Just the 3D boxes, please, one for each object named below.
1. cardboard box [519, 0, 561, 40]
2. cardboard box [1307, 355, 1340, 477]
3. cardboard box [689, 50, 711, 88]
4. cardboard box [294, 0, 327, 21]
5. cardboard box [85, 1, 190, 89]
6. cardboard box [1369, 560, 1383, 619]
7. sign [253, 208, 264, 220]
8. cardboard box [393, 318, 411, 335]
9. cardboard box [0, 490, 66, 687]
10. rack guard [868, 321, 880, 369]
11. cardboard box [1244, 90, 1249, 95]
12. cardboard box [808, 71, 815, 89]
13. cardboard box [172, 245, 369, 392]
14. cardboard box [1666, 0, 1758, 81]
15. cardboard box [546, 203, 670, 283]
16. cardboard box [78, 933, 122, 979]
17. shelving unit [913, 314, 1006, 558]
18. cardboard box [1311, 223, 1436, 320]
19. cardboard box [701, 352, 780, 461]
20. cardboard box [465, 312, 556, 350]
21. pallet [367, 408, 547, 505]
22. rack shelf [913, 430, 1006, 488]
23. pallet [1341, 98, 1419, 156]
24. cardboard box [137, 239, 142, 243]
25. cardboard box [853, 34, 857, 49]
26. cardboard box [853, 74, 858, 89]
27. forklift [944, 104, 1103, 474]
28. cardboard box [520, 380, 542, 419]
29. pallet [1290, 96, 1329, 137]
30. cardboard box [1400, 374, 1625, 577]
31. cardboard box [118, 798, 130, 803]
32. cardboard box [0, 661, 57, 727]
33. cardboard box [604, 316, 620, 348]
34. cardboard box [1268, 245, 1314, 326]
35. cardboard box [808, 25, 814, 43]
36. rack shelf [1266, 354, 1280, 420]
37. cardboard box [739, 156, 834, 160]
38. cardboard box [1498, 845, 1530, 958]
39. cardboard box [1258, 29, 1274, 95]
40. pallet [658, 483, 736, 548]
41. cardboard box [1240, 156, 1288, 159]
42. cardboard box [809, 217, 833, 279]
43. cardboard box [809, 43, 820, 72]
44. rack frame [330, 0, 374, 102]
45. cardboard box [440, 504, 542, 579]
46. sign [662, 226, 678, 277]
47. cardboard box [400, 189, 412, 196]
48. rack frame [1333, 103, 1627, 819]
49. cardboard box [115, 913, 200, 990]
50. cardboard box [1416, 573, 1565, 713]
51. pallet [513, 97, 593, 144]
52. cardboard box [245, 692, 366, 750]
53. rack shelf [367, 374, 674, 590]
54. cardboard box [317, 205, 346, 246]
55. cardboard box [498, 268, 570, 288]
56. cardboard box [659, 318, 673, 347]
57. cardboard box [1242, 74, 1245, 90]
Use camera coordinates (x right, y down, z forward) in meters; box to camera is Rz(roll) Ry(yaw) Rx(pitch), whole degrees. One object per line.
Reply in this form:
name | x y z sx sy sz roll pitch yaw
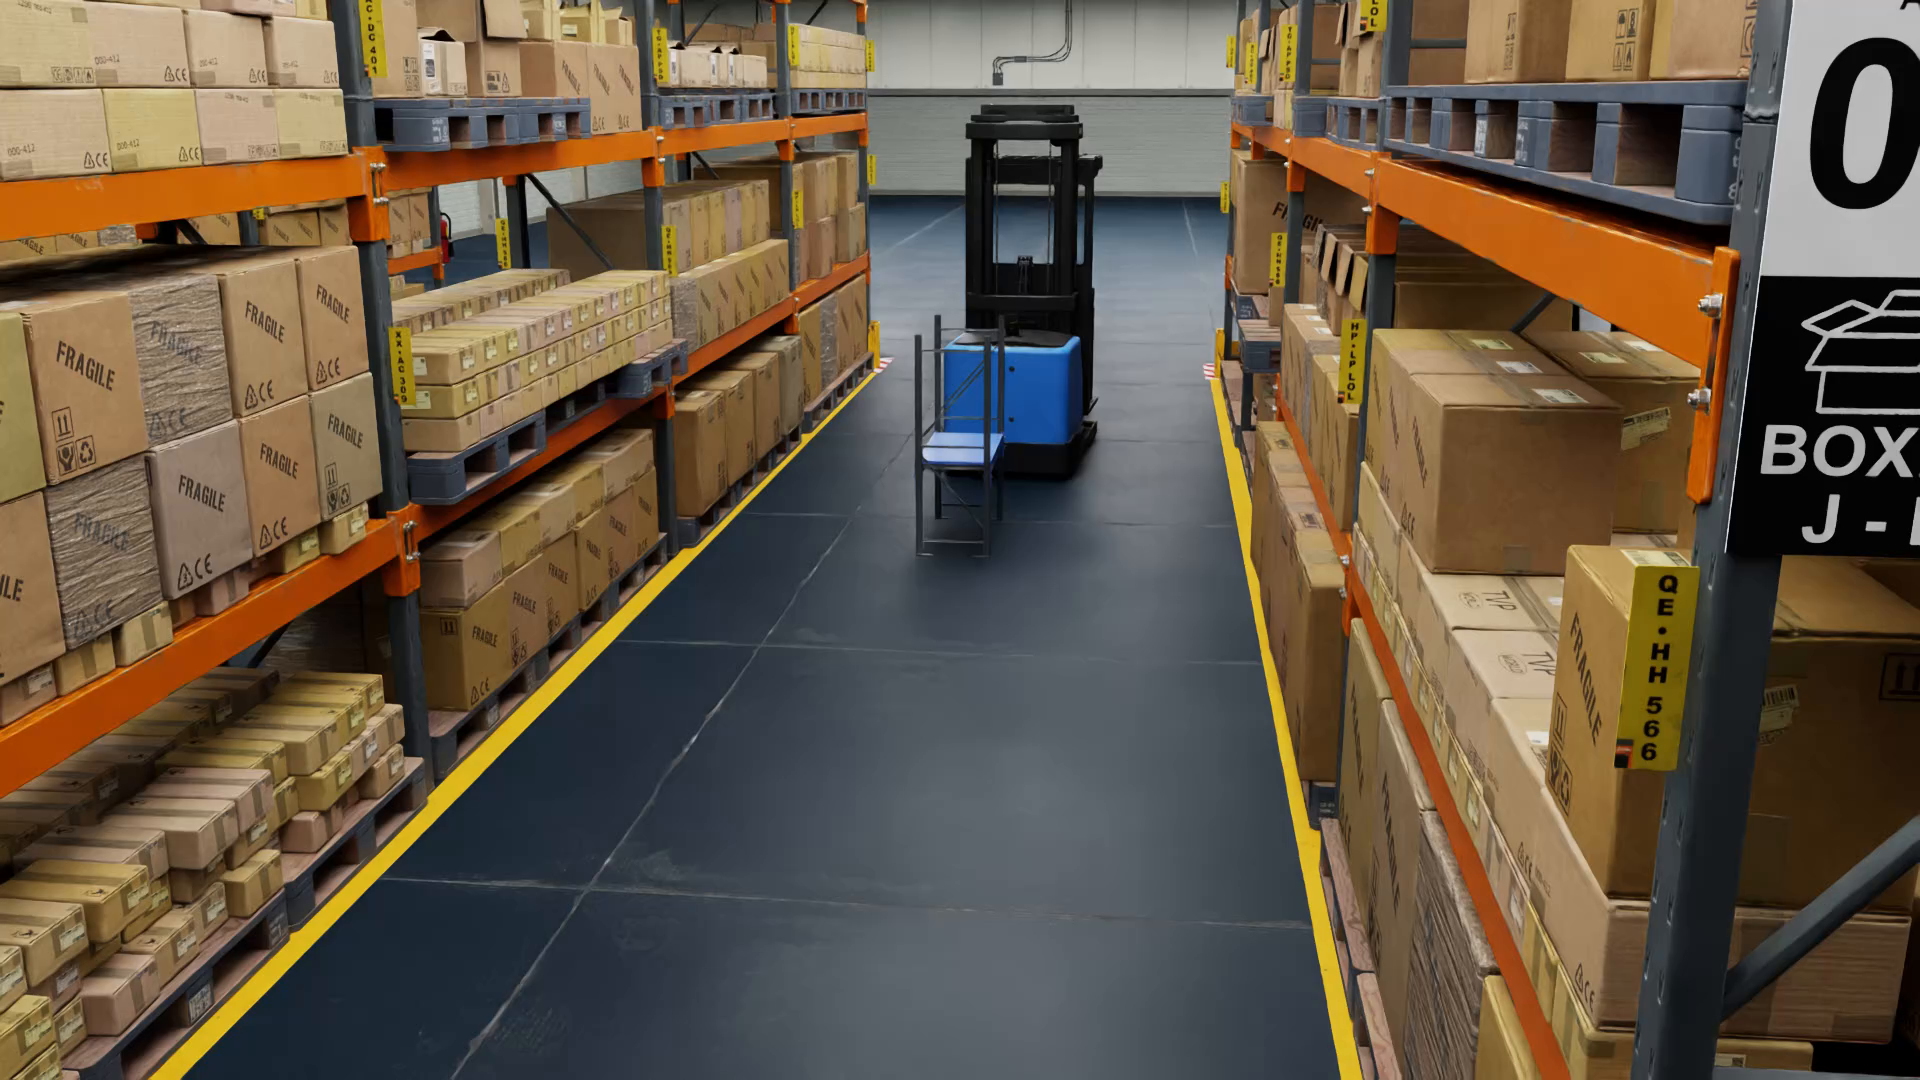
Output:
cardboard box | -2.331 -2.777 8.782 0.396 0.266 0.258 2 15 6
cardboard box | 1.943 -0.590 7.906 0.500 0.500 0.500 2 15 6
cardboard box | -2.062 -3.296 11.650 0.500 0.250 0.500 2 15 8
cardboard box | -2.633 -2.041 6.283 0.380 0.149 0.250 1 15 4
cardboard box | -2.794 -1.541 5.196 0.500 0.250 0.500 2 15 9
cardboard box | 1.624 0.176 5.745 0.380 0.149 0.250 2 15 8
sign | -6.345 -3.059 15.009 0.100 0.325 0.005 2 15 6
cardboard box | -2.929 -1.004 8.166 0.380 0.149 0.250 2 15 6
cardboard box | -2.893 0.150 4.599 0.500 0.500 0.500 2 15 7
rack guard | -1.513 -2.233 18.961 1.175 0.500 0.348 2 15 6
cardboard box | 2.863 -3.992 15.221 0.500 0.250 0.500 2 15 6
cardboard box | -1.532 -4.190 15.149 0.380 0.149 0.250 2 15 6
cardboard box | -2.654 -0.865 6.439 0.500 0.500 0.500 1 15 4
cardboard box | 1.601 -0.995 2.660 0.700 0.500 0.500 1 15 3
cardboard box | -2.358 -2.005 11.225 0.700 0.500 0.500 2 15 6
cardboard box | -2.919 1.276 5.283 0.380 0.149 0.250 2 15 9
shelving unit | 0.010 -0.746 11.548 0.538 1.500 1.048 2 15 6
cardboard box | 2.399 -1.529 9.458 0.797 0.503 0.637 2 15 8
cardboard box | -2.061 -1.099 13.484 1.050 0.750 0.750 2 15 6
cardboard box | -2.253 -1.048 8.329 0.380 0.149 0.250 2 15 6
pallet | -2.639 -0.422 7.844 1.003 0.211 1.213 2 15 6
rack shelf | 0.010 -0.572 11.595 0.538 0.185 1.000 2 15 6
pallet | 2.101 -1.743 6.983 0.805 0.209 1.217 1 15 4
cardboard box | -6.840 -2.521 13.673 0.500 0.500 0.500 2 15 8
cardboard box | -1.275 -5.167 17.236 0.380 0.149 0.250 2 15 7
cardboard box | -1.274 -4.783 17.342 0.380 0.149 0.250 2 15 7
forklift | 0.636 -2.289 14.513 1.130 2.935 3.031 3 15 10
cardboard box | -2.282 -0.693 8.154 0.380 0.149 0.250 2 15 7
pallet | 2.478 -2.374 9.311 1.213 0.211 1.003 2 15 9
cardboard box | 1.621 -0.202 4.945 0.500 0.500 0.500 1 15 4
cardboard box | -3.193 0.996 6.319 0.380 0.149 0.250 1 15 3
cardboard box | -2.884 0.424 4.829 0.380 0.149 0.250 1 15 5
cardboard box | -2.137 -1.175 9.367 0.380 0.149 0.250 2 15 6
cardboard box | 2.483 -1.726 11.302 0.700 0.500 0.500 4 16 15
cardboard box | -1.532 -4.575 15.044 0.380 0.149 0.250 2 15 6
rack shelf | 2.724 -1.357 12.314 1.077 0.370 4.000 2 15 6
cardboard box | -1.765 -3.645 17.040 0.875 0.550 0.550 2 15 6
cardboard box | 1.366 0.775 3.530 0.380 0.149 0.250 2 15 6
cardboard box | 2.798 -3.805 13.238 0.797 0.503 0.637 1 15 3
pallet | -2.255 -0.214 12.051 1.003 0.211 1.213 2 15 6
cardboard box | 2.839 -3.282 15.377 0.500 0.500 0.500 2 15 6
cardboard box | -1.720 -2.844 16.146 0.875 0.550 0.550 2 15 6
cardboard box | -1.579 -4.415 15.219 0.500 0.250 0.500 2 15 6
rack frame | -2.870 -3.217 6.319 1.000 3.000 0.127 2 15 6
cardboard box | -2.467 -0.001 8.467 0.500 0.250 0.500 2 15 8
sign | -1.879 -1.865 10.748 0.100 0.325 0.005 2 15 6
cardboard box | -6.351 -3.957 17.874 0.700 0.500 0.500 2 15 7
rack frame | 2.047 -0.149 6.465 1.000 3.000 0.127 2 15 6
cardboard box | -2.783 1.362 5.536 0.380 0.149 0.250 2 15 6
cardboard box | 1.556 0.285 4.577 0.500 0.250 0.500 2 15 6
pallet | -2.581 -2.104 8.311 1.213 0.211 1.003 2 15 6
cardboard box | -2.641 0.733 6.723 0.380 0.149 0.250 2 15 7
rack shelf | -2.644 -0.492 9.114 1.077 0.370 4.000 2 15 6
cardboard box | -6.468 -3.074 16.522 0.500 0.500 0.500 2 15 6
cardboard box | -2.664 -1.612 10.413 0.380 0.149 0.250 2 15 6
cardboard box | -2.018 -1.298 10.393 0.380 0.149 0.250 2 15 7
cardboard box | 2.975 -4.499 16.332 0.380 0.149 0.250 2 15 6
